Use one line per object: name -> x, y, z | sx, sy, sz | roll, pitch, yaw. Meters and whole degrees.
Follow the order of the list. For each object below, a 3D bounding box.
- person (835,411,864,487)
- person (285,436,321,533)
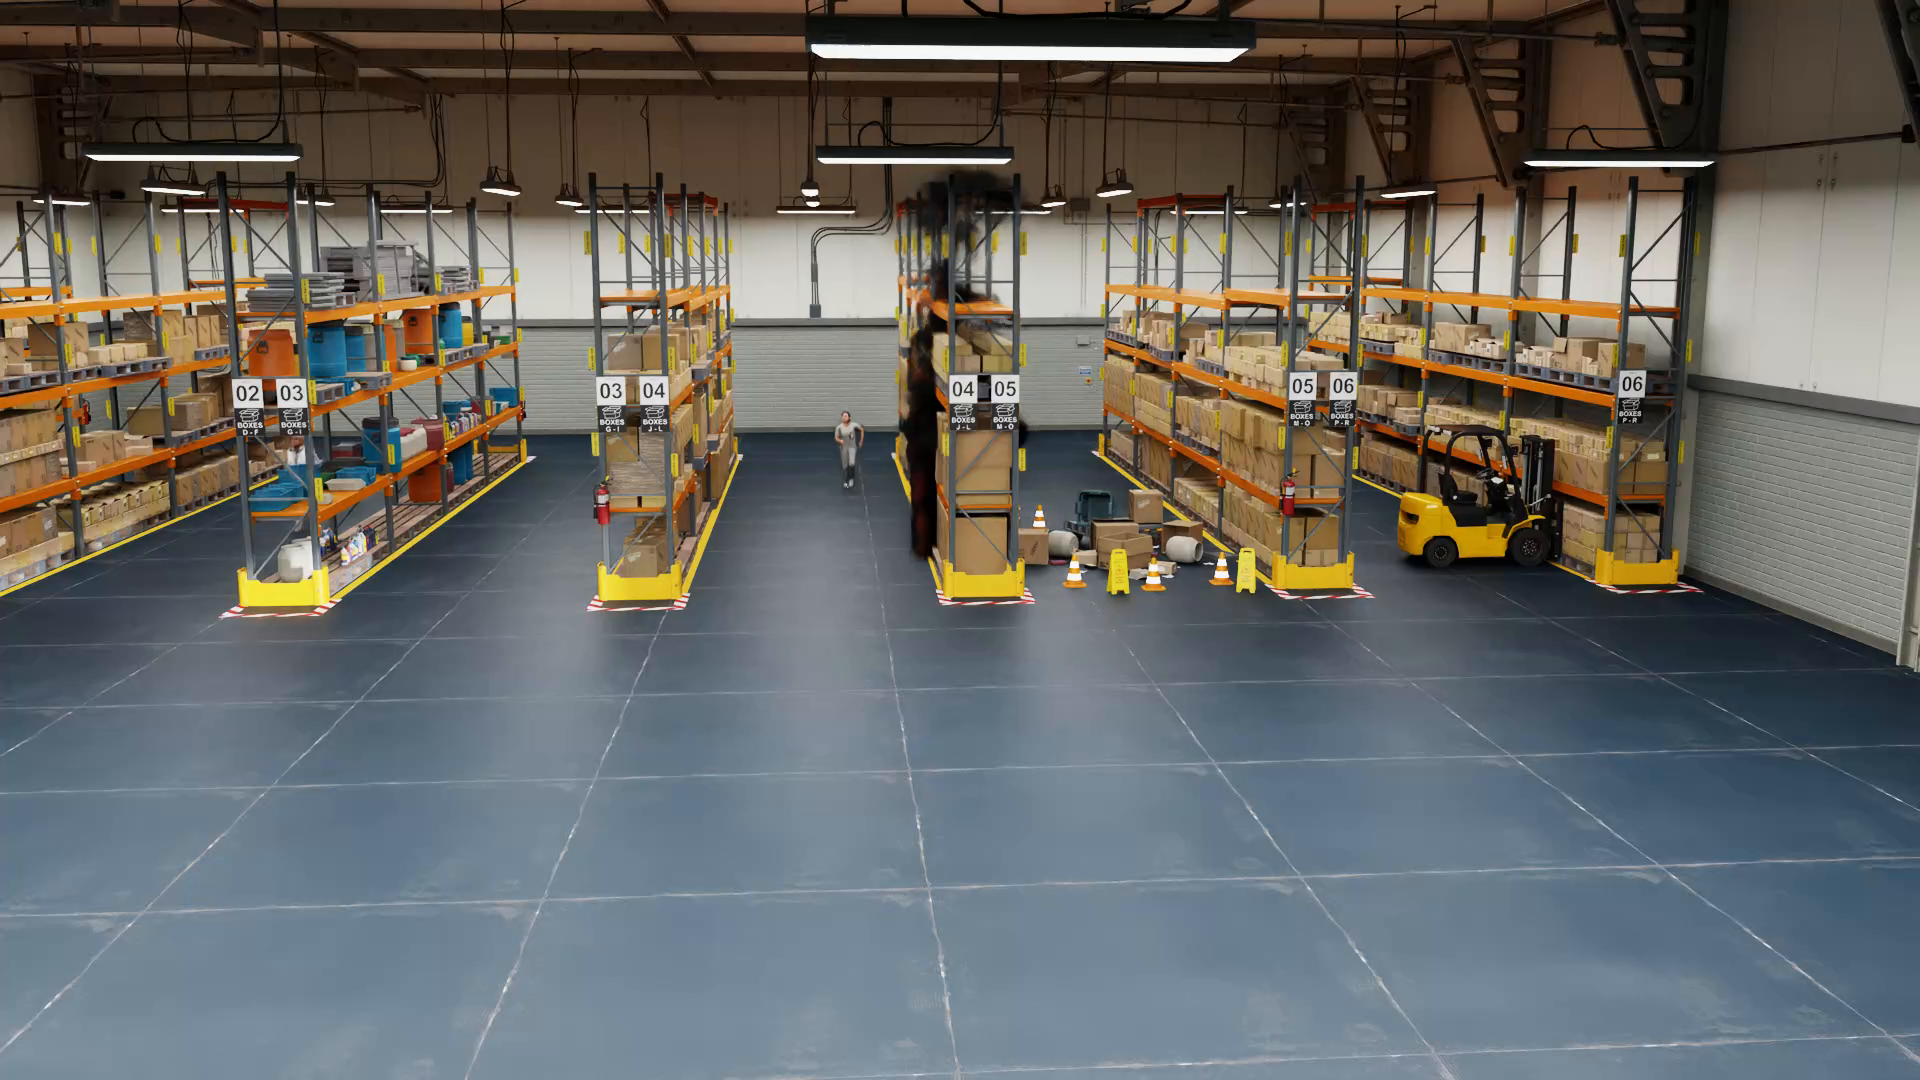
person -> -2.301, -1.869, 34.496 | 0.582, 1.619, 0.787 | 1, 10, 3
person -> -11.711, -1.065, 29.696 | 0.662, 1.780, 0.783 | 0, 10, -1
